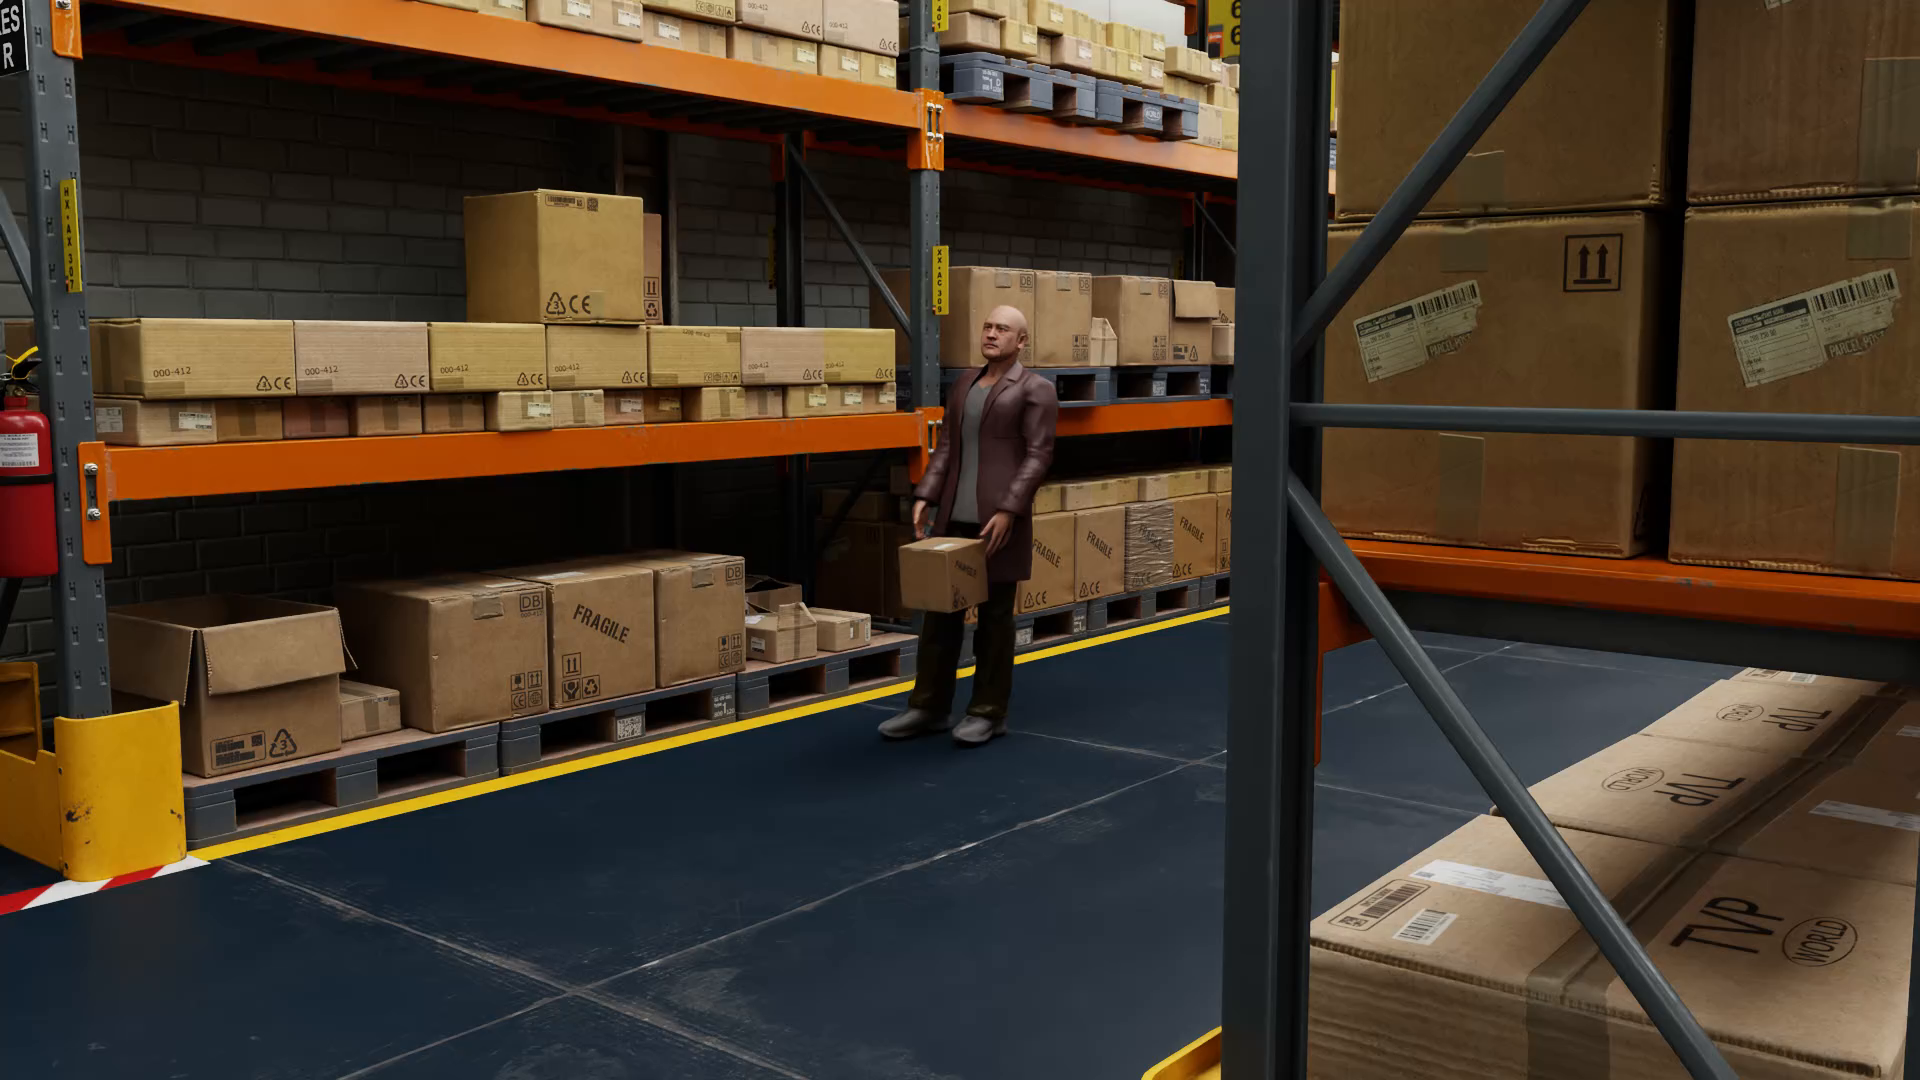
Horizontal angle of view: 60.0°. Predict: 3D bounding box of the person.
[{"bbox_3d":[0.048,-0.065,6.794,0.607,1.776,0.575,5,8,39],"label":"person"}]
